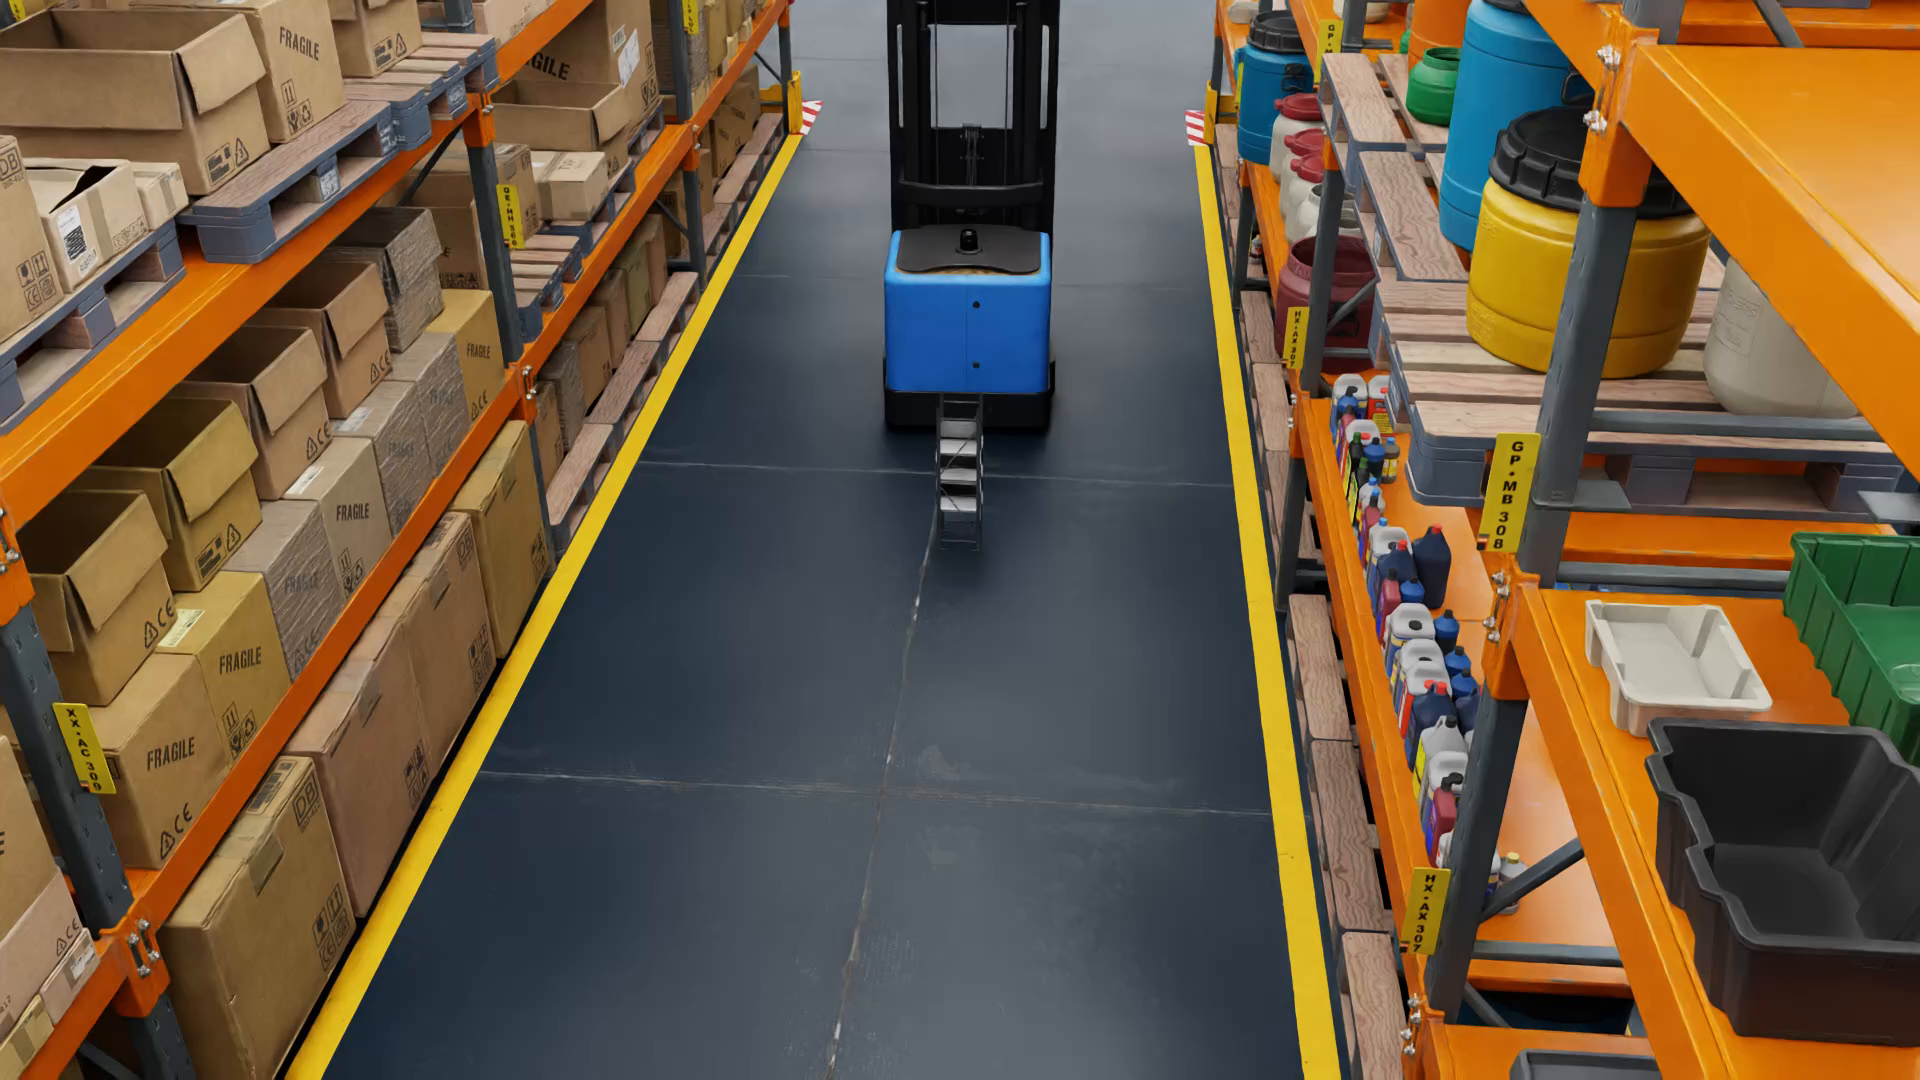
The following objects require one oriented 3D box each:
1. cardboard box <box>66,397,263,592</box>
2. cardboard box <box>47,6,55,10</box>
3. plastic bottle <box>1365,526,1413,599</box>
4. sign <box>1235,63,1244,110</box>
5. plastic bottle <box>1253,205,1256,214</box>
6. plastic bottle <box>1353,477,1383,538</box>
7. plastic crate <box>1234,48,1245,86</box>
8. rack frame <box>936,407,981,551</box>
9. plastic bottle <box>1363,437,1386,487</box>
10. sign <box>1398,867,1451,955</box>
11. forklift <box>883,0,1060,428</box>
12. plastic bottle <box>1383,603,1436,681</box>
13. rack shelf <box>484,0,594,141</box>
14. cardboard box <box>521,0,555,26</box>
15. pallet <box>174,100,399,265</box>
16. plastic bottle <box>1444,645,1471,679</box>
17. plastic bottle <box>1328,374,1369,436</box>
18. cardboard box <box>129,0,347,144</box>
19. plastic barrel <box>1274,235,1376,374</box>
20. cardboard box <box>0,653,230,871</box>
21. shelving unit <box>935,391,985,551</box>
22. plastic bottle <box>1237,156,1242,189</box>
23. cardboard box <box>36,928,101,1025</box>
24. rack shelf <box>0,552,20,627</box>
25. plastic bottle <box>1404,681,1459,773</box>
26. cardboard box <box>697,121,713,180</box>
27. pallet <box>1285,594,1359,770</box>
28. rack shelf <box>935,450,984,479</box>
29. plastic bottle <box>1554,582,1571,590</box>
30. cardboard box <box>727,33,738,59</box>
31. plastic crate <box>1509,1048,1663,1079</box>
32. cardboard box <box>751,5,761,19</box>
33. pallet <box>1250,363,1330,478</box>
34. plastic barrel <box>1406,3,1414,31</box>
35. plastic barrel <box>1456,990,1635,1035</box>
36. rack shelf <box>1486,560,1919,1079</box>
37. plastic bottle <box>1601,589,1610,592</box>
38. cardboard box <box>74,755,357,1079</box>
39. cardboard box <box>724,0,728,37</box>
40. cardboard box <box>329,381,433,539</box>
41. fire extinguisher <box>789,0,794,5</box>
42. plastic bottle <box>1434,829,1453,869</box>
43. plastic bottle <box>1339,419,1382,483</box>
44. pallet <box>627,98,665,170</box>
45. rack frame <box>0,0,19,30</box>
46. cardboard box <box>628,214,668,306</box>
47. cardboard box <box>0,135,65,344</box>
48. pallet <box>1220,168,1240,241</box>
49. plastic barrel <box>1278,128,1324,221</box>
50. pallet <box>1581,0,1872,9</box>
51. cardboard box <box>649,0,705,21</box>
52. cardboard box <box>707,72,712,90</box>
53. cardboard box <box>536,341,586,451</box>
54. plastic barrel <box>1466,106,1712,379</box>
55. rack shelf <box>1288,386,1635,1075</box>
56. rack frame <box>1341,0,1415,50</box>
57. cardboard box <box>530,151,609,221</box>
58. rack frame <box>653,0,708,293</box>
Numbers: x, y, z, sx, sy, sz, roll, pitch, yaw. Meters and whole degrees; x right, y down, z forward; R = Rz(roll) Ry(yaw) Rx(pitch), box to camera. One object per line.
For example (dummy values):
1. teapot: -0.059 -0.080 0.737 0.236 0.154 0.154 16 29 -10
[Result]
1. cardboard box: -2.964 -0.180 5.912 0.797 0.503 0.637 3 32 5
2. cardboard box: -7.341 -3.723 12.570 0.875 0.550 0.550 2 32 4
3. plastic bottle: 1.716 0.092 6.639 0.152 0.276 0.135 2 32 4
4. sign: 1.965 -3.137 11.497 0.100 0.325 0.005 2 32 4
5. plastic bottle: 2.293 -2.499 12.831 0.144 0.351 0.185 1 32 2
6. plastic bottle: 1.725 -0.139 7.019 0.097 0.271 0.097 0 32 0
7. plastic crate: 2.332 -3.517 12.519 0.499 0.251 0.616 2 32 4
8. rack frame: -0.009 -0.326 9.201 0.240 0.900 0.006 2 32 4
9. plastic bottle: 1.815 -0.327 7.324 0.097 0.271 0.097 0 32 0
10. sign: 1.313 1.051 4.701 0.100 0.325 0.005 2 32 4
11. forklift: 0.093 -2.700 11.118 1.130 2.935 3.031 1 32 2
12. plastic bottle: 1.671 0.380 6.173 0.152 0.276 0.135 2 32 4
13. rack shelf: -2.587 -3.126 9.570 1.077 0.370 4.000 2 32 4
14. cardboard box: -2.416 -2.826 8.541 0.500 0.250 0.500 3 32 5
15. pallet: -2.838 -1.382 6.235 1.003 0.211 1.213 4 32 6
16. plastic bottle: 1.778 0.499 5.984 0.097 0.271 0.097 0 32 0
17. plastic bottle: 1.829 -0.633 7.816 0.152 0.276 0.135 2 32 4
18. cardboard box: -2.710 -1.831 6.287 0.500 0.500 0.500 4 32 7
19. plastic barrel: 1.922 -1.211 8.507 0.600 0.536 0.708 2 32 4
20. cardboard box: -2.789 0.710 5.424 0.500 0.500 0.500 3 32 4
21. shelving unit: -0.001 -0.379 9.287 0.258 0.900 0.210 2 32 4
22. plastic bottle: 2.343 -3.060 13.806 0.061 0.283 0.133 3 32 5
23. cardboard box: -2.774 1.262 4.862 0.380 0.149 0.250 3 32 4
24. rack shelf: -3.239 1.057 2.782 1.077 0.370 4.000 2 32 4
25. plastic bottle: 1.625 0.623 5.707 0.144 0.351 0.185 2 32 4
26. cardboard box: -2.341 -3.151 13.767 0.500 0.500 0.500 0 32 0
27. pallet: 2.164 0.703 8.188 1.003 0.211 1.213 2 32 4
28. rack shelf: -0.001 -0.427 9.258 0.258 0.077 0.200 2 32 4
29. plastic bottle: 2.281 0.250 6.389 0.097 0.271 0.097 0 32 0
30. cardboard box: -1.998 -3.979 13.367 0.380 0.149 0.250 2 32 4
31. plastic crate: 1.538 1.597 3.962 0.402 0.464 0.583 2 32 4
32. cardboard box: -1.942 -4.634 14.431 0.380 0.149 0.250 2 32 4
33. pallet: 2.390 -0.750 10.547 1.003 0.211 1.213 2 32 4
34. plastic barrel: 2.470 -2.809 7.892 0.600 0.901 0.600 0 32 0
35. plastic barrel: 1.922 1.624 5.635 0.600 0.901 0.708 2 32 4
36. rack shelf: 1.698 1.269 2.439 1.077 0.370 4.000 2 32 4
37. plastic bottle: 2.417 0.307 6.296 0.097 0.271 0.097 0 32 0
38. cardboard box: -3.043 1.372 6.069 1.225 0.875 0.875 3 32 4
39. cardboard box: -2.310 -4.129 12.992 0.875 0.500 0.500 2 32 4
40. cardboard box: -2.629 -0.351 7.146 0.500 0.500 0.500 1 32 2
41. fire extinguisher: -1.630 -5.300 15.345 0.296 0.674 0.183 2 32 4
42. plastic bottle: 1.553 0.997 5.244 0.097 0.201 0.097 0 32 0
43. plastic bottle: 1.791 -0.391 7.424 0.152 0.276 0.135 2 32 4
44. pallet: -2.632 -2.726 11.277 1.003 0.211 1.213 2 32 4
45. rack frame: -7.360 -3.466 12.295 1.000 3.000 0.127 2 32 4
46. cardboard box: -2.496 -2.004 11.886 0.700 0.500 0.500 0 32 0
47. cardboard box: -3.038 -0.820 4.647 0.700 0.500 0.500 3 32 5
48. pallet: 2.705 -2.792 13.859 1.003 0.211 1.213 2 32 4
49. plastic barrel: 2.156 -2.173 10.068 0.433 0.535 0.433 0 32 0
50. pallet: 1.898 -1.544 4.019 1.003 0.211 1.213 2 32 4
51. cardboard box: -2.134 -4.020 11.863 0.500 0.500 0.500 2 32 4
52. cardboard box: -2.081 -3.456 12.518 0.380 0.149 0.250 2 32 4
53. cardboard box: -2.683 -0.874 10.053 0.700 0.500 0.500 0 32 0
54. plastic barrel: 1.733 -0.828 4.576 0.600 0.588 0.600 0 32 0
55. rack shelf: 2.024 0.454 6.620 1.077 0.370 4.000 2 32 4
56. rack frame: 2.187 -3.452 6.554 1.000 3.000 0.127 2 32 4
57. cardboard box: -2.384 -2.091 9.807 0.500 0.250 0.500 2 32 3
58. rack frame: -2.424 -3.201 11.866 1.000 3.000 0.127 2 32 4
